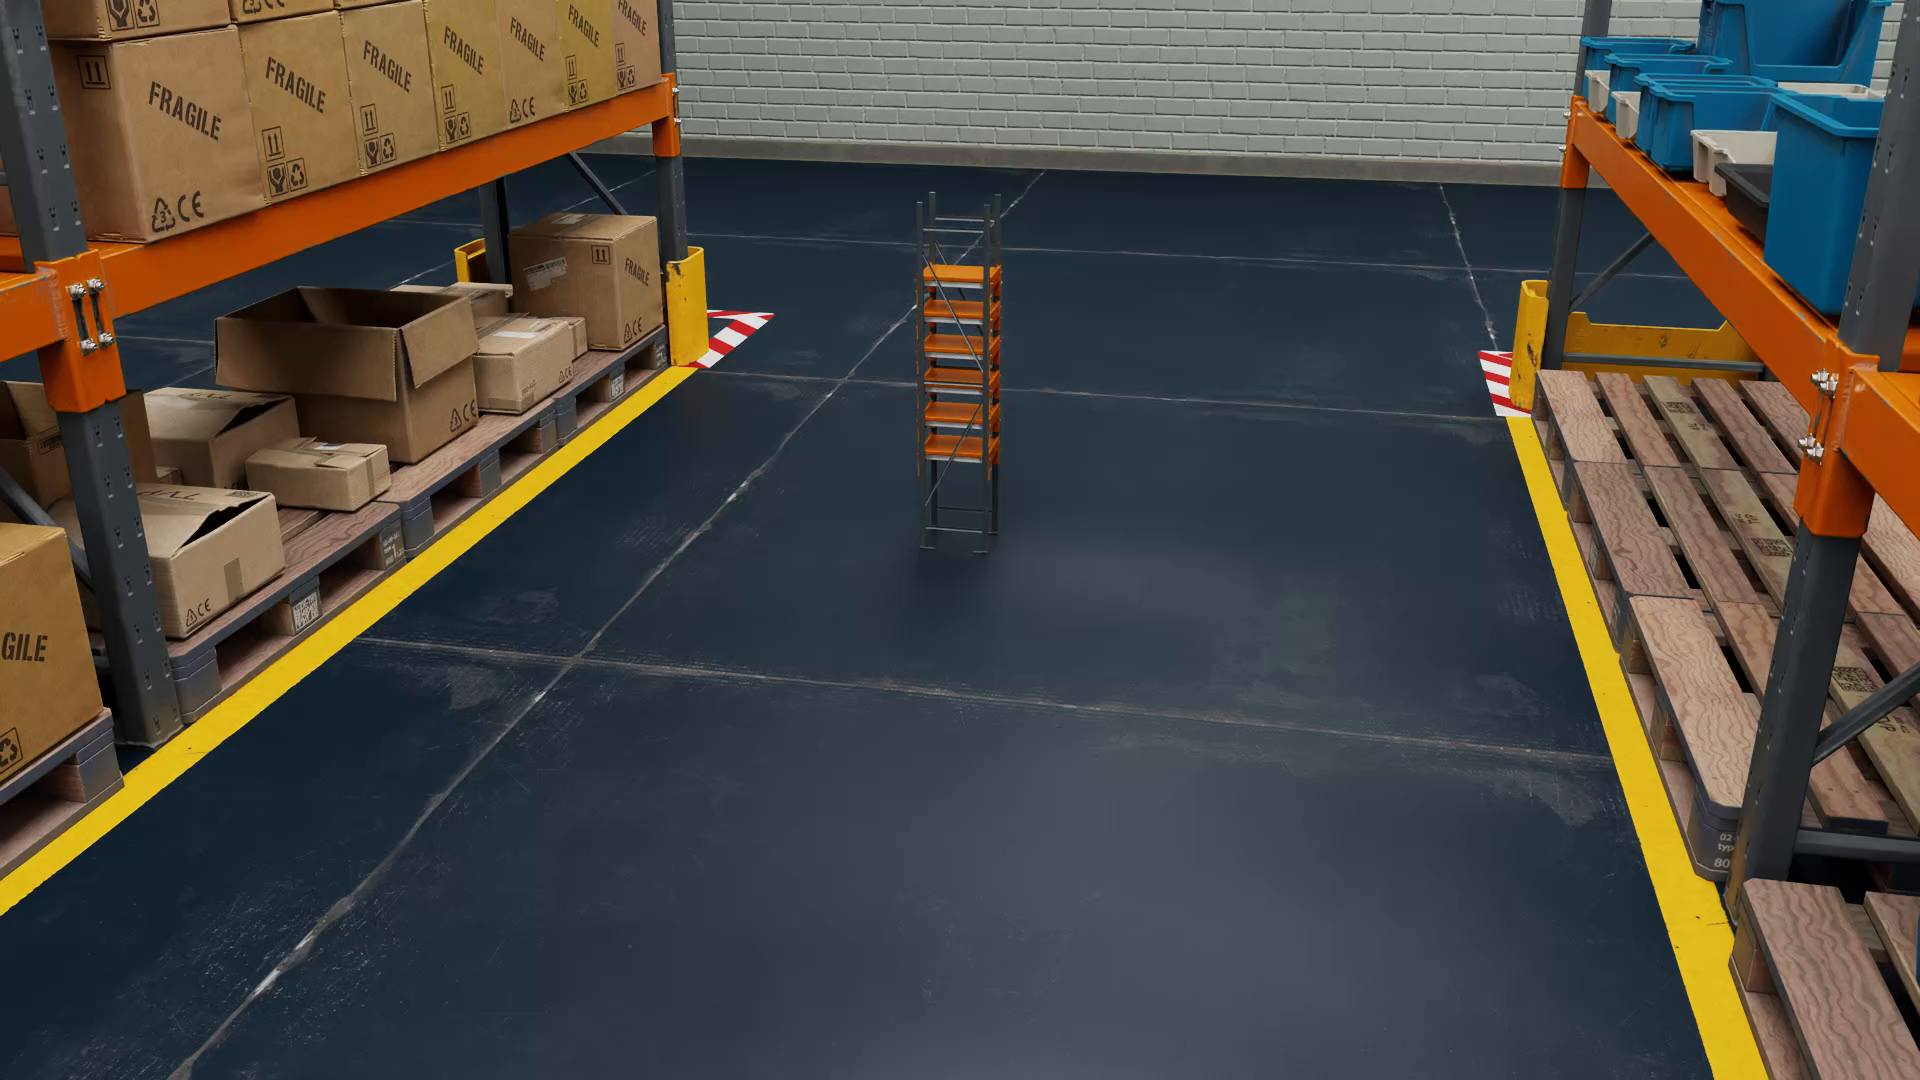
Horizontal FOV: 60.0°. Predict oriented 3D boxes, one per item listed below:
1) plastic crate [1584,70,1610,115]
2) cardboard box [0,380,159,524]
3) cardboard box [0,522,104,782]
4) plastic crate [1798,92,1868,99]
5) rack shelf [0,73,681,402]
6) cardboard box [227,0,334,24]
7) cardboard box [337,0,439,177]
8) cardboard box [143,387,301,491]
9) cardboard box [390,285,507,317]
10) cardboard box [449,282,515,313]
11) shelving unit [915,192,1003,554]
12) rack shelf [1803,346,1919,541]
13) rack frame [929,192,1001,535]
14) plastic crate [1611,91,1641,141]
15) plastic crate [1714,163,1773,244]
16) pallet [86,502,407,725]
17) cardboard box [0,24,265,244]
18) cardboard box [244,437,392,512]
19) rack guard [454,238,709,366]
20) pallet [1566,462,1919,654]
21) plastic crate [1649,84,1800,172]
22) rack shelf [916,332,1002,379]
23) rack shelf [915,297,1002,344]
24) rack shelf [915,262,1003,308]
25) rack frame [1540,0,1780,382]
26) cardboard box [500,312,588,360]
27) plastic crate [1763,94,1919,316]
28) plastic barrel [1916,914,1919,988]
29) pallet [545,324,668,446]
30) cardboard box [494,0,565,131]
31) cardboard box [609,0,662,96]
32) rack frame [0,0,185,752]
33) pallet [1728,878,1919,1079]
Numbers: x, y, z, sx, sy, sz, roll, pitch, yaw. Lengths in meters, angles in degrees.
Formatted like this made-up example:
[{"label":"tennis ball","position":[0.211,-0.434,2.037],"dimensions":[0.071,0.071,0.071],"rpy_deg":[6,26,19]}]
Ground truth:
[{"label":"plastic crate","position":[2.518,-1.698,6.328],"dimensions":[0.250,0.136,0.298],"rpy_deg":[4,22,11]},{"label":"cardboard box","position":[-2.789,-0.160,4.992],"dimensions":[0.500,0.500,0.500],"rpy_deg":[4,22,11]},{"label":"cardboard box","position":[-2.447,0.273,3.919],"dimensions":[0.500,0.500,0.500],"rpy_deg":[4,22,11]},{"label":"plastic crate","position":[2.975,-1.458,5.731],"dimensions":[0.396,0.136,0.243],"rpy_deg":[4,22,11]},{"label":"rack shelf","position":[-2.219,-1.283,5.987],"dimensions":[1.077,0.370,4.000],"rpy_deg":[4,22,11]},{"label":"cardboard box","position":[-2.151,-1.735,4.674],"dimensions":[0.500,0.500,0.500],"rpy_deg":[4,22,9]},{"label":"cardboard box","position":[-2.051,-1.468,5.348],"dimensions":[0.500,0.500,0.500],"rpy_deg":[4,22,11]},{"label":"cardboard box","position":[-2.636,-0.346,5.709],"dimensions":[0.500,0.311,0.500],"rpy_deg":[4,22,11]},{"label":"cardboard box","position":[-2.302,-0.917,7.206],"dimensions":[0.500,0.250,0.500],"rpy_deg":[4,22,11]},{"label":"cardboard box","position":[-2.233,-1.103,7.804],"dimensions":[0.380,0.149,0.250],"rpy_deg":[4,22,11]},{"label":"shelving unit","position":[-0.003,-0.551,5.616],"dimensions":[0.258,1.200,0.189],"rpy_deg":[4,22,11]},{"label":"rack shelf","position":[1.813,0.559,1.414],"dimensions":[1.077,0.370,4.000],"rpy_deg":[4,22,11]},{"label":"rack frame","position":[0.016,-0.585,5.699],"dimensions":[0.240,1.200,0.006],"rpy_deg":[4,22,11]},{"label":"plastic crate","position":[2.380,-1.450,5.712],"dimensions":[0.250,0.136,0.298],"rpy_deg":[4,22,11]},{"label":"plastic crate","position":[2.187,-0.836,4.203],"dimensions":[0.437,0.125,0.590],"rpy_deg":[4,22,11]},{"label":"pallet","position":[-2.486,0.157,5.181],"dimensions":[1.003,0.211,1.213],"rpy_deg":[4,22,11]},{"label":"cardboard box","position":[-2.256,-1.097,4.429],"dimensions":[0.500,0.500,0.500],"rpy_deg":[5,22,12]},{"label":"cardboard box","position":[-2.163,-0.229,5.611],"dimensions":[0.380,0.166,0.250],"rpy_deg":[4,22,11]},{"label":"rack guard","position":[-1.827,-1.161,8.067],"dimensions":[1.175,0.500,0.348],"rpy_deg":[4,22,11]},{"label":"pallet","position":[2.580,0.068,5.403],"dimensions":[1.003,0.211,1.213],"rpy_deg":[4,22,11]},{"label":"plastic crate","position":[2.335,-1.263,5.118],"dimensions":[0.416,0.233,0.300],"rpy_deg":[4,22,11]},{"label":"rack shelf","position":[-0.003,-0.621,5.588],"dimensions":[0.258,0.103,0.180],"rpy_deg":[4,22,11]},{"label":"rack shelf","position":[-0.003,-0.733,5.543],"dimensions":[0.258,0.103,0.180],"rpy_deg":[4,22,11]},{"label":"rack shelf","position":[-0.003,-0.844,5.498],"dimensions":[0.258,0.103,0.180],"rpy_deg":[4,22,11]},{"label":"rack frame","position":[3.037,-1.969,6.728],"dimensions":[1.000,3.000,0.127],"rpy_deg":[4,22,11]},{"label":"cardboard box","position":[-1.852,-0.879,7.225],"dimensions":[0.380,0.166,0.250],"rpy_deg":[4,22,11]},{"label":"plastic crate","position":[1.983,-0.723,3.576],"dimensions":[0.392,0.384,0.575],"rpy_deg":[4,22,11]},{"label":"plastic barrel","position":[2.093,0.470,2.918],"dimensions":[0.600,0.901,0.708],"rpy_deg":[4,22,11]},{"label":"pallet","position":[-1.988,-0.735,7.397],"dimensions":[1.003,0.211,1.213],"rpy_deg":[4,22,11]},{"label":"cardboard box","position":[-1.846,-1.838,6.268],"dimensions":[0.500,0.500,0.500],"rpy_deg":[5,22,11]},{"label":"cardboard box","position":[-1.636,-2.210,7.192],"dimensions":[0.500,0.500,0.500],"rpy_deg":[5,23,13]},{"label":"rack frame","position":[-2.627,-0.885,4.036],"dimensions":[1.000,3.000,0.127],"rpy_deg":[4,22,11]},{"label":"pallet","position":[2.023,1.066,2.924],"dimensions":[1.003,0.211,1.213],"rpy_deg":[4,22,11]}]
